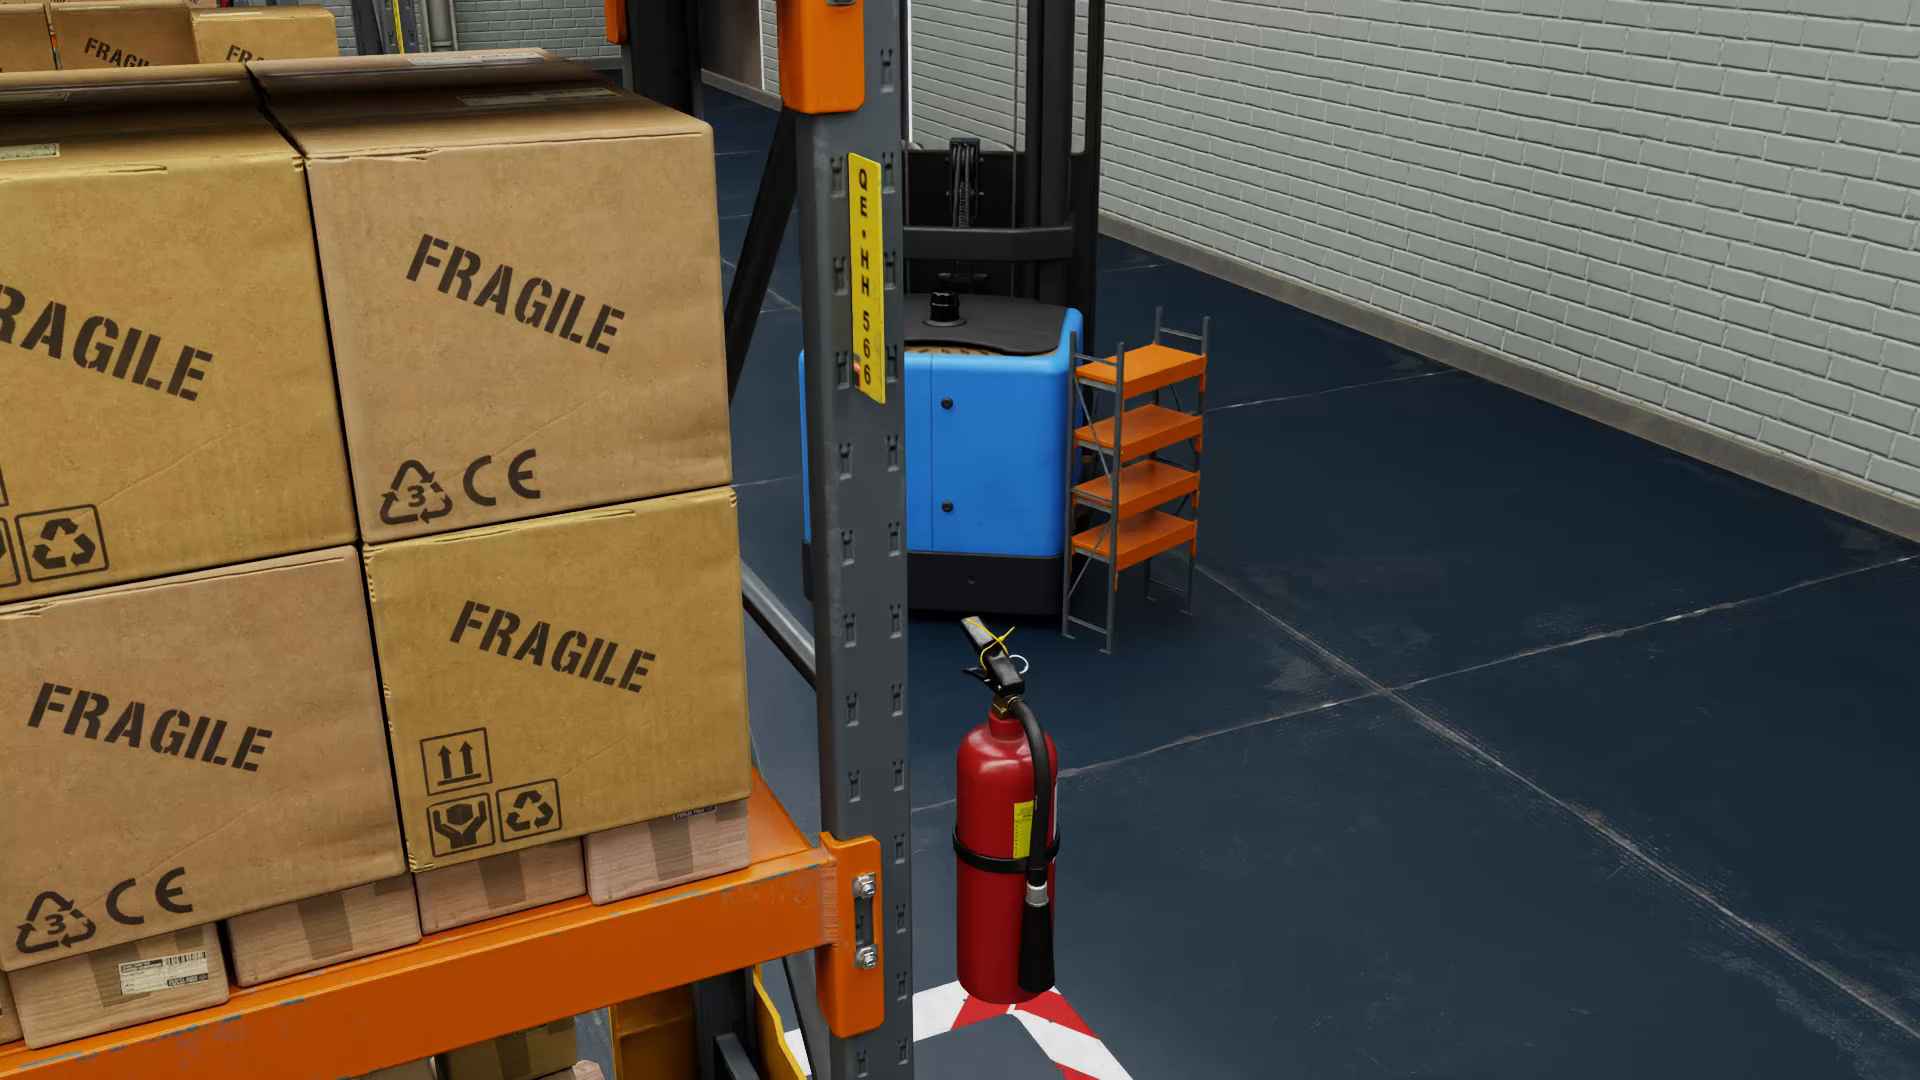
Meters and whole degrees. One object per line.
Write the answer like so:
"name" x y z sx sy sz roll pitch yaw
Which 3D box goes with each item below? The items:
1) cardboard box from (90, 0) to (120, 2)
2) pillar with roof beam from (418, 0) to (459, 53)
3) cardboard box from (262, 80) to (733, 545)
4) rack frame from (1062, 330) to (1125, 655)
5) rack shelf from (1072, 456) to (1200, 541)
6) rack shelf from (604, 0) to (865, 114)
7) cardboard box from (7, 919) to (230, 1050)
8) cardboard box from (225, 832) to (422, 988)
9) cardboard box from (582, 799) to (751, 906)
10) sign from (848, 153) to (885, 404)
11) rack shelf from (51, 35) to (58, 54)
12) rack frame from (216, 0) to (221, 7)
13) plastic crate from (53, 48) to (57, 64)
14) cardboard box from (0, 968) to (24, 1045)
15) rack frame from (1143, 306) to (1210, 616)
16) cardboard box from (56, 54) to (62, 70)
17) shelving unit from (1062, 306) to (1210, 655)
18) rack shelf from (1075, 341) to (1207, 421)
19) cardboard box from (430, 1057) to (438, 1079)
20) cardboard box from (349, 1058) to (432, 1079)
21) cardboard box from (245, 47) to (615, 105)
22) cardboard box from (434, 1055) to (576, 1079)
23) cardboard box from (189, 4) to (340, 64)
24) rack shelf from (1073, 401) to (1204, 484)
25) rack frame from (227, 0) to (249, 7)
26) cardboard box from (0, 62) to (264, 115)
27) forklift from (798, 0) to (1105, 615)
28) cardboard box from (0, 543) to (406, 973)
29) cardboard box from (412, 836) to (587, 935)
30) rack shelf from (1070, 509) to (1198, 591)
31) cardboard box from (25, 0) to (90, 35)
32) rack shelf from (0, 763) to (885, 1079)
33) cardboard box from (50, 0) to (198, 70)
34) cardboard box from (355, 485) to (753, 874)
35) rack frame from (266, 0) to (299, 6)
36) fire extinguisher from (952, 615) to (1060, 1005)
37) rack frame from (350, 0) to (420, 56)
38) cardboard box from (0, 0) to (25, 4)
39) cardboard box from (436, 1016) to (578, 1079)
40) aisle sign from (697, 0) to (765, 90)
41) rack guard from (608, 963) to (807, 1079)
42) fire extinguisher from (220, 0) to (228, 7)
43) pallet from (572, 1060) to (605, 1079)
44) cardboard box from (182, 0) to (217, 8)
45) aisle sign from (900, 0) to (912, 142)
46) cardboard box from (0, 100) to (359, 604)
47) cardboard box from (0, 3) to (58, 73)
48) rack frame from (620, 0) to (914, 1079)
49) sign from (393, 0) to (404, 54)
"cardboard box" -7.453 -4.797 14.787 0.500 0.500 0.500 -10 25 -23
"pillar with roof beam" -4.929 -8.747 16.616 0.400 9.000 9.100 -10 25 -24
"cardboard box" -0.653 -0.350 2.346 0.500 0.500 0.500 -11 25 -25
"rack frame" 0.481 -0.157 6.061 0.240 1.200 0.015 21 30 41
"rack shelf" 0.653 -0.161 6.247 0.258 0.148 0.480 21 30 41
"rack shelf" -2.151 -0.588 1.766 4.000 0.370 1.077 -10 25 -24
"cardboard box" -1.199 0.527 2.383 0.250 0.149 0.380 -10 24 -22
"cardboard box" -0.980 0.477 2.505 0.250 0.149 0.380 -11 25 -24
"cardboard box" -0.520 0.402 2.686 0.250 0.149 0.380 -10 25 -24
"sign" -0.126 -0.352 2.252 0.005 0.325 0.100 -10 25 -24
"rack shelf" -8.504 -4.342 14.759 4.000 0.370 1.077 -10 25 -24
"rack frame" -8.853 -6.713 19.545 0.127 3.000 1.000 -10 25 -24
"plastic crate" -6.108 -3.103 10.965 0.300 0.233 0.416 -10 25 -24
"cardboard box" -1.450 0.561 2.302 0.250 0.149 0.380 -12 25 -26
"rack frame" 0.825 -0.290 6.381 0.240 1.200 0.015 21 30 41
"cardboard box" -10.345 -5.435 19.177 0.500 0.500 0.700 -11 25 -25
"shelving unit" 0.653 -0.223 6.221 0.258 1.200 0.503 21 30 41
"rack shelf" 0.653 -0.587 6.071 0.258 0.148 0.480 21 30 41
"cardboard box" -0.960 1.234 3.525 0.250 0.149 0.380 -10 24 -23
"cardboard box" -1.164 1.040 3.217 0.250 0.149 0.380 -10 24 -23
"cardboard box" -0.868 -0.528 2.778 0.500 0.500 0.500 -11 25 -24
"cardboard box" -0.932 1.118 3.416 0.250 0.149 0.380 -9 24 -21
"cardboard box" -2.734 -1.835 6.588 0.500 0.500 0.500 -10 25 -23
"rack shelf" 0.653 -0.368 6.161 0.258 0.148 0.480 21 30 41
"rack frame" -6.702 -5.006 15.423 0.127 3.000 1.000 -10 25 -24
"cardboard box" -1.320 -0.443 2.570 0.500 0.500 0.500 -10 24 -22
"forklift" 0.076 -1.593 7.266 1.130 2.935 3.031 3 23 6
"cardboard box" -1.108 0.197 2.331 0.500 0.500 0.500 -11 25 -24
"cardboard box" -0.760 0.430 2.618 0.250 0.149 0.380 -10 25 -24
"rack shelf" 0.653 0.022 6.322 0.258 0.148 0.480 21 30 41
"cardboard box" -7.905 -4.716 14.591 0.500 0.500 0.500 -10 25 -23
"rack shelf" -2.151 0.798 2.340 4.000 0.370 1.077 -10 25 -24
"cardboard box" -3.409 -1.937 6.834 0.500 0.500 0.500 -11 25 -25
"cardboard box" -0.642 0.114 2.534 0.500 0.500 0.500 -10 24 -23
"rack frame" -4.557 -3.299 11.297 0.127 3.000 1.000 -10 25 -24
"fire extinguisher" 0.079 0.460 2.807 0.183 0.674 0.296 -10 25 -24
"rack frame" -2.409 -1.592 7.174 0.127 3.000 1.000 -10 25 -24
"cardboard box" -8.359 -4.633 14.390 0.500 0.500 0.500 -11 25 -24
"cardboard box" -0.968 0.952 3.428 0.250 0.149 0.380 -12 25 -26
"aisle sign" -0.413 -1.182 2.786 0.004 0.787 0.394 -10 25 -24
"rack guard" -0.417 1.302 3.452 0.348 0.500 1.175 -10 25 -24
"fire extinguisher" -8.517 -6.371 19.308 0.183 0.674 0.296 -10 25 -24
"pallet" -1.164 1.558 3.211 1.213 0.211 1.003 -10 25 -24
"cardboard box" -6.987 -4.885 14.998 0.500 0.500 0.500 -10 24 -22
"aisle sign" -0.153 -0.976 2.286 0.004 0.787 0.394 -10 25 -24
"cardboard box" -1.110 -0.266 2.143 0.500 0.500 0.500 -11 25 -25
"cardboard box" -3.873 -1.849 6.622 0.500 0.500 0.500 -11 25 -25
"rack frame" -0.350 0.133 3.007 0.053 2.616 0.949 -10 25 -24
"sign" -2.186 -2.047 6.450 0.005 0.325 0.100 -10 25 -24
